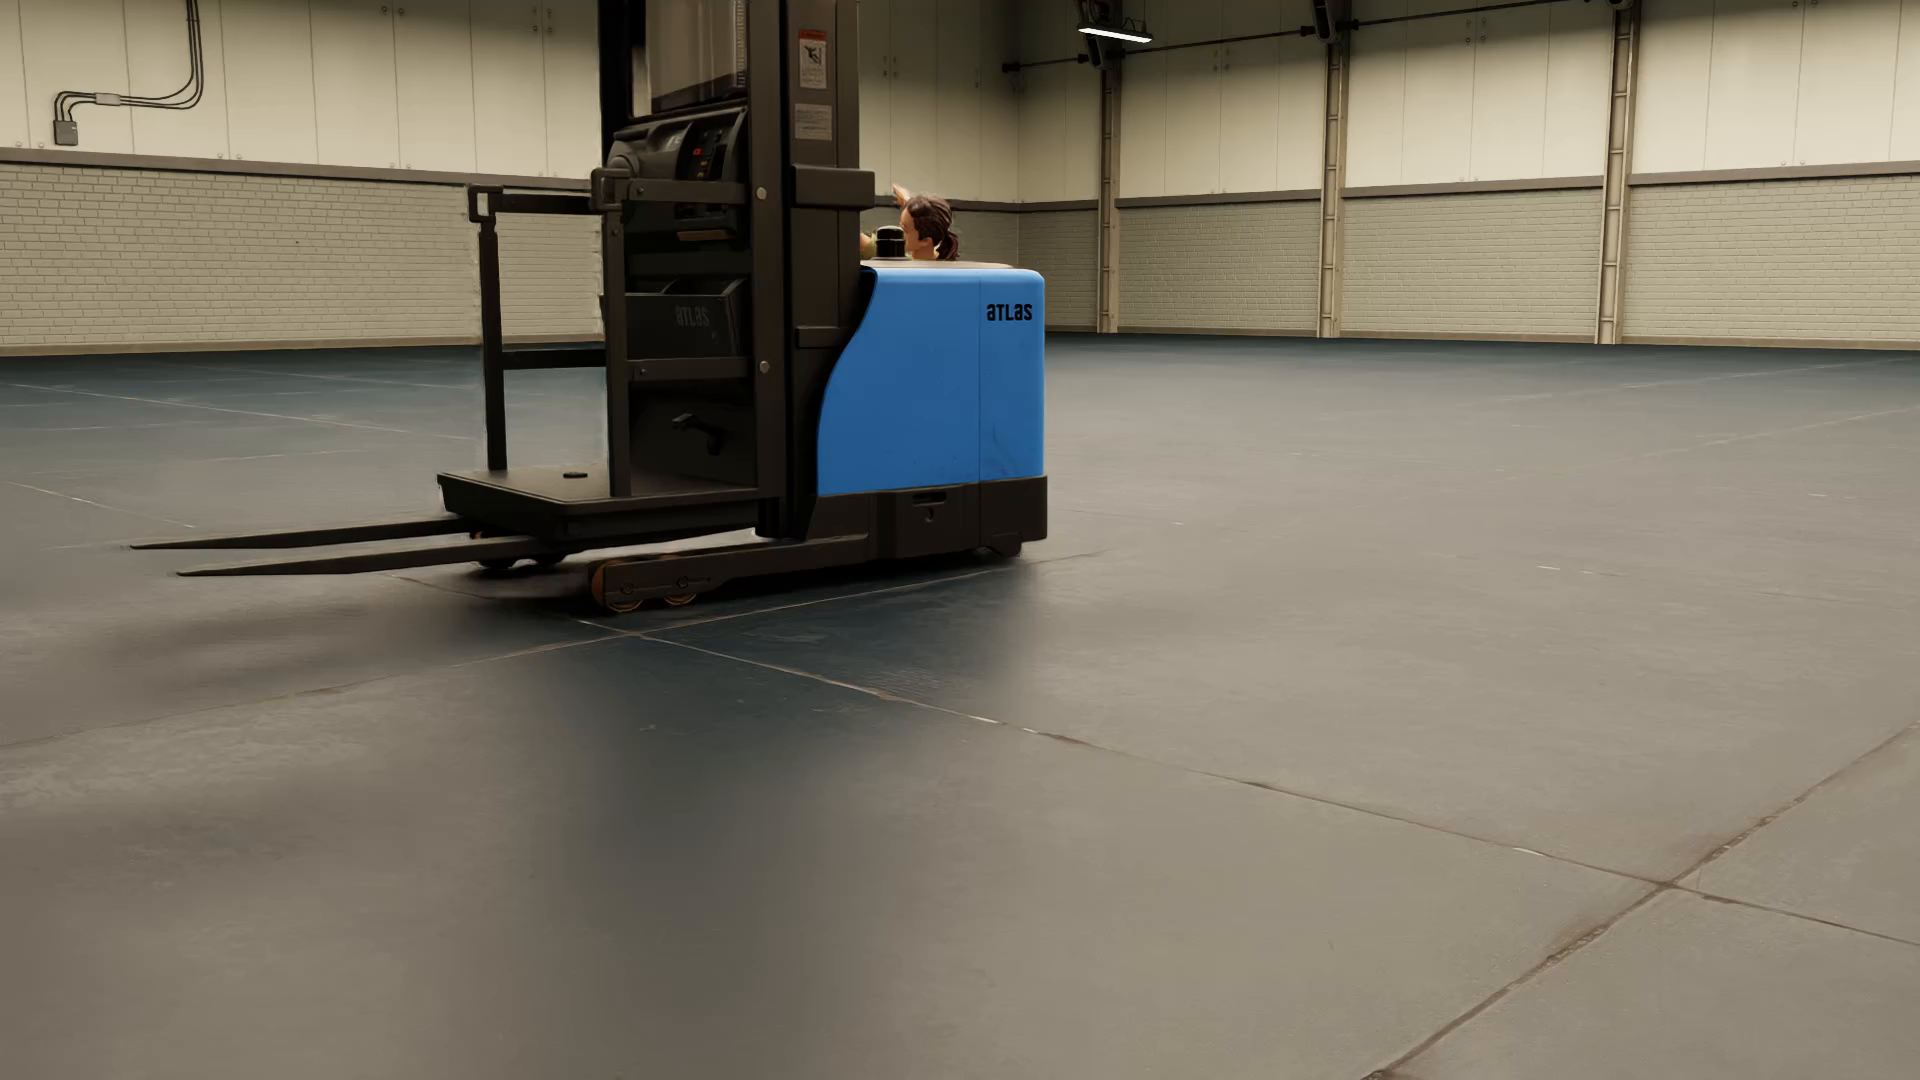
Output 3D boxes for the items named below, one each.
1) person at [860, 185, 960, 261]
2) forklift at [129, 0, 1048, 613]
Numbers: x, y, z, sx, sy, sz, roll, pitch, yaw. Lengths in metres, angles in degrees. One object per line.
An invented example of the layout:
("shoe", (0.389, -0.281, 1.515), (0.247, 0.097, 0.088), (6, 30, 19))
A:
("person", (-0.286, -0.836, 6.995), (0.692, 1.546, 0.900), (5, 10, 29))
("forklift", (-1.149, -1.310, 5.574), (3.031, 2.935, 1.130), (-6, 11, -37))
